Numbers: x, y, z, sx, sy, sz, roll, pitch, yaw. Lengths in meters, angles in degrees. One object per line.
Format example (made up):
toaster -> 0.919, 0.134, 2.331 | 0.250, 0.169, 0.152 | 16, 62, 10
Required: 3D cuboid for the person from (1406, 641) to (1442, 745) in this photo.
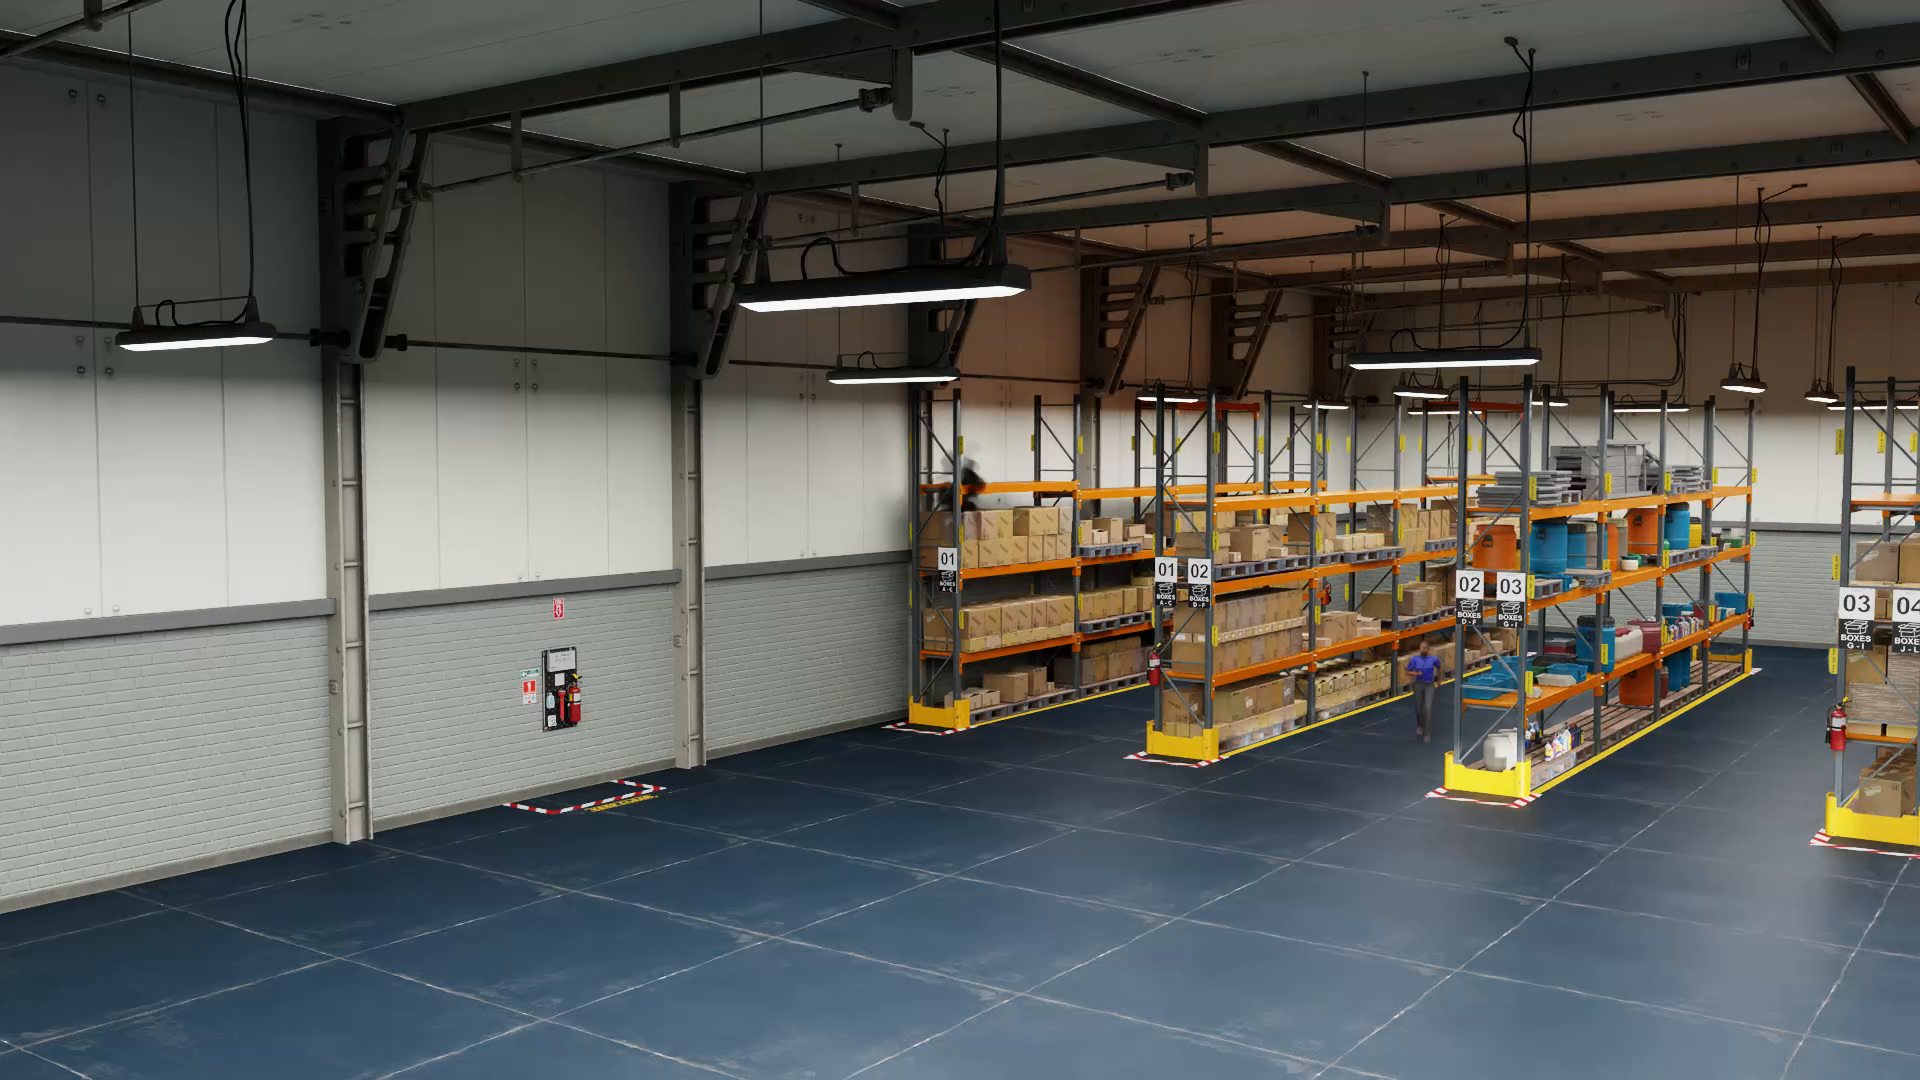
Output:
person -> 7.861, 2.560, 28.198 | 0.578, 1.711, 0.817 | 1, 3, 19
